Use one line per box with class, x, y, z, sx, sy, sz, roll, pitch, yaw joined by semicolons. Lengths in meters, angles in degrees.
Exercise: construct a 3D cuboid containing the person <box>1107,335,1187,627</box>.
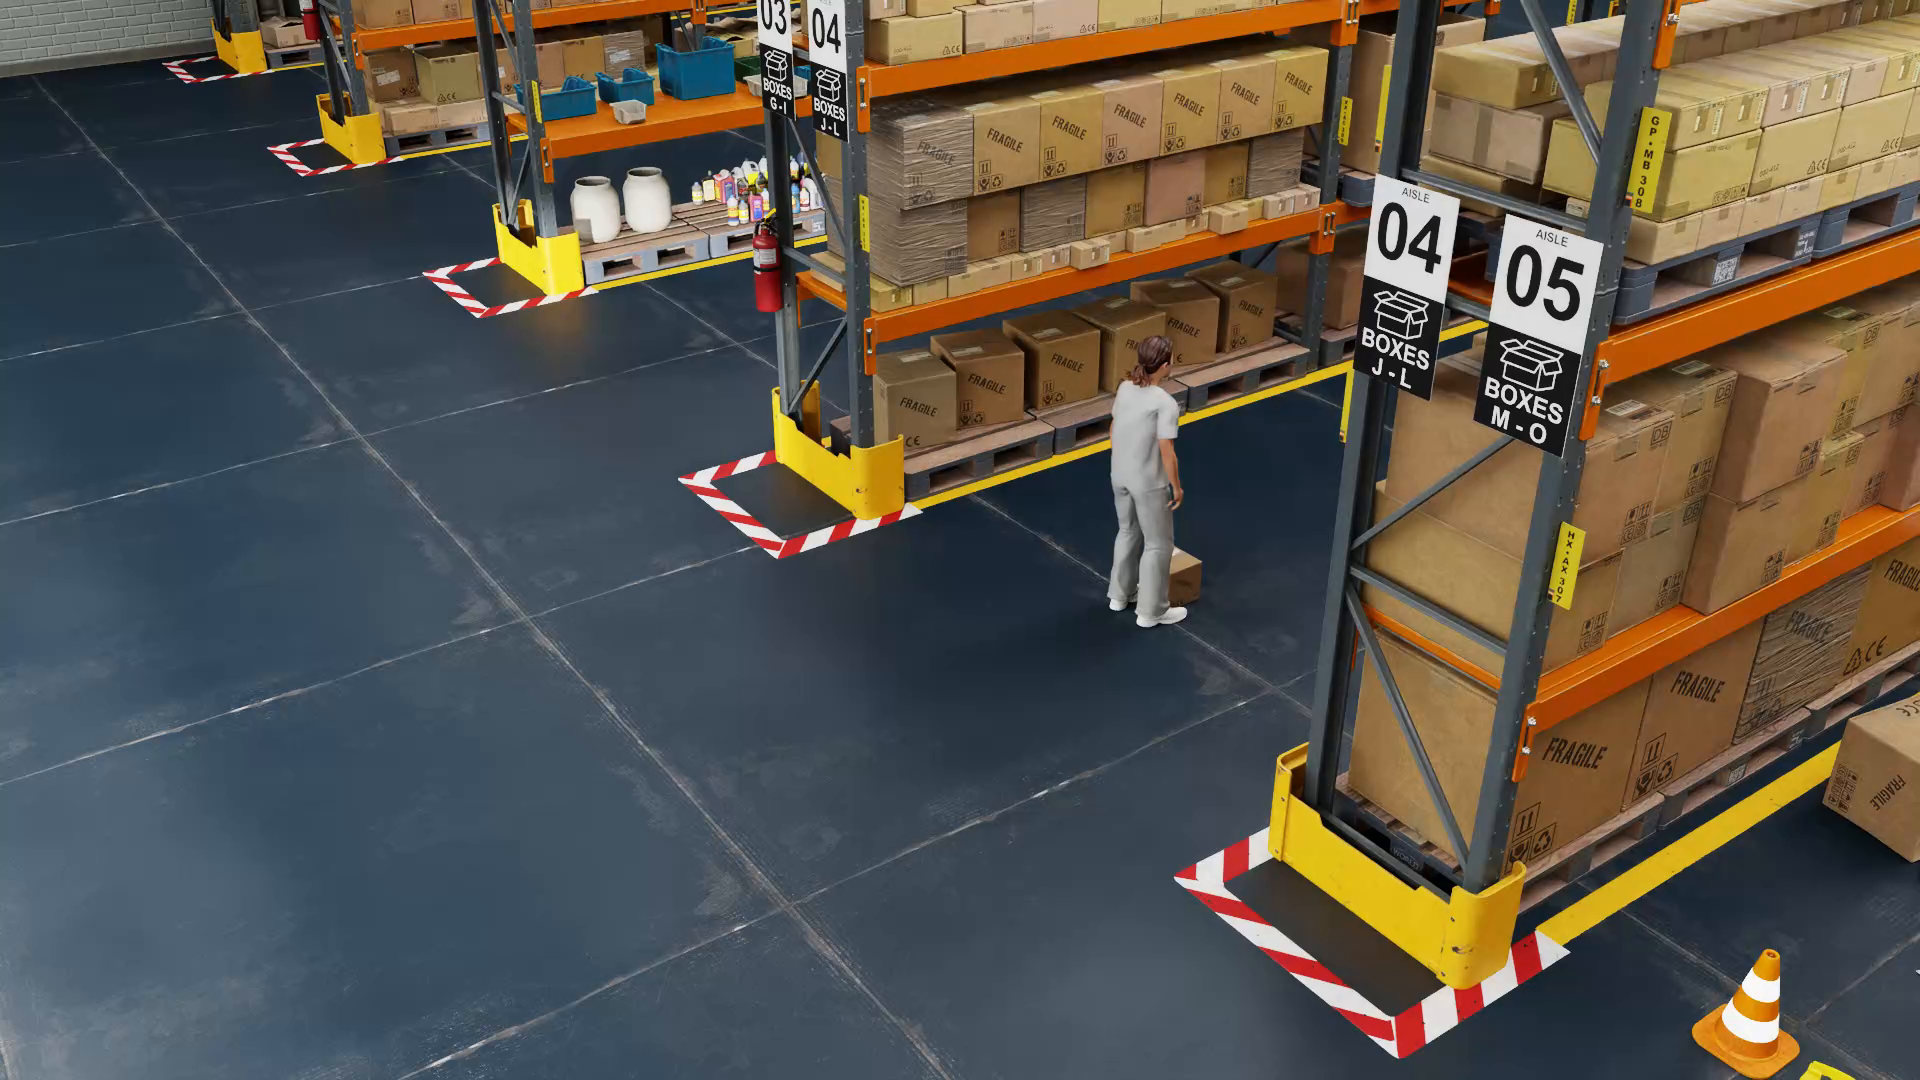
person;1.030;-0.332;9.232;0.352;1.673;0.511;-21;35;-33
